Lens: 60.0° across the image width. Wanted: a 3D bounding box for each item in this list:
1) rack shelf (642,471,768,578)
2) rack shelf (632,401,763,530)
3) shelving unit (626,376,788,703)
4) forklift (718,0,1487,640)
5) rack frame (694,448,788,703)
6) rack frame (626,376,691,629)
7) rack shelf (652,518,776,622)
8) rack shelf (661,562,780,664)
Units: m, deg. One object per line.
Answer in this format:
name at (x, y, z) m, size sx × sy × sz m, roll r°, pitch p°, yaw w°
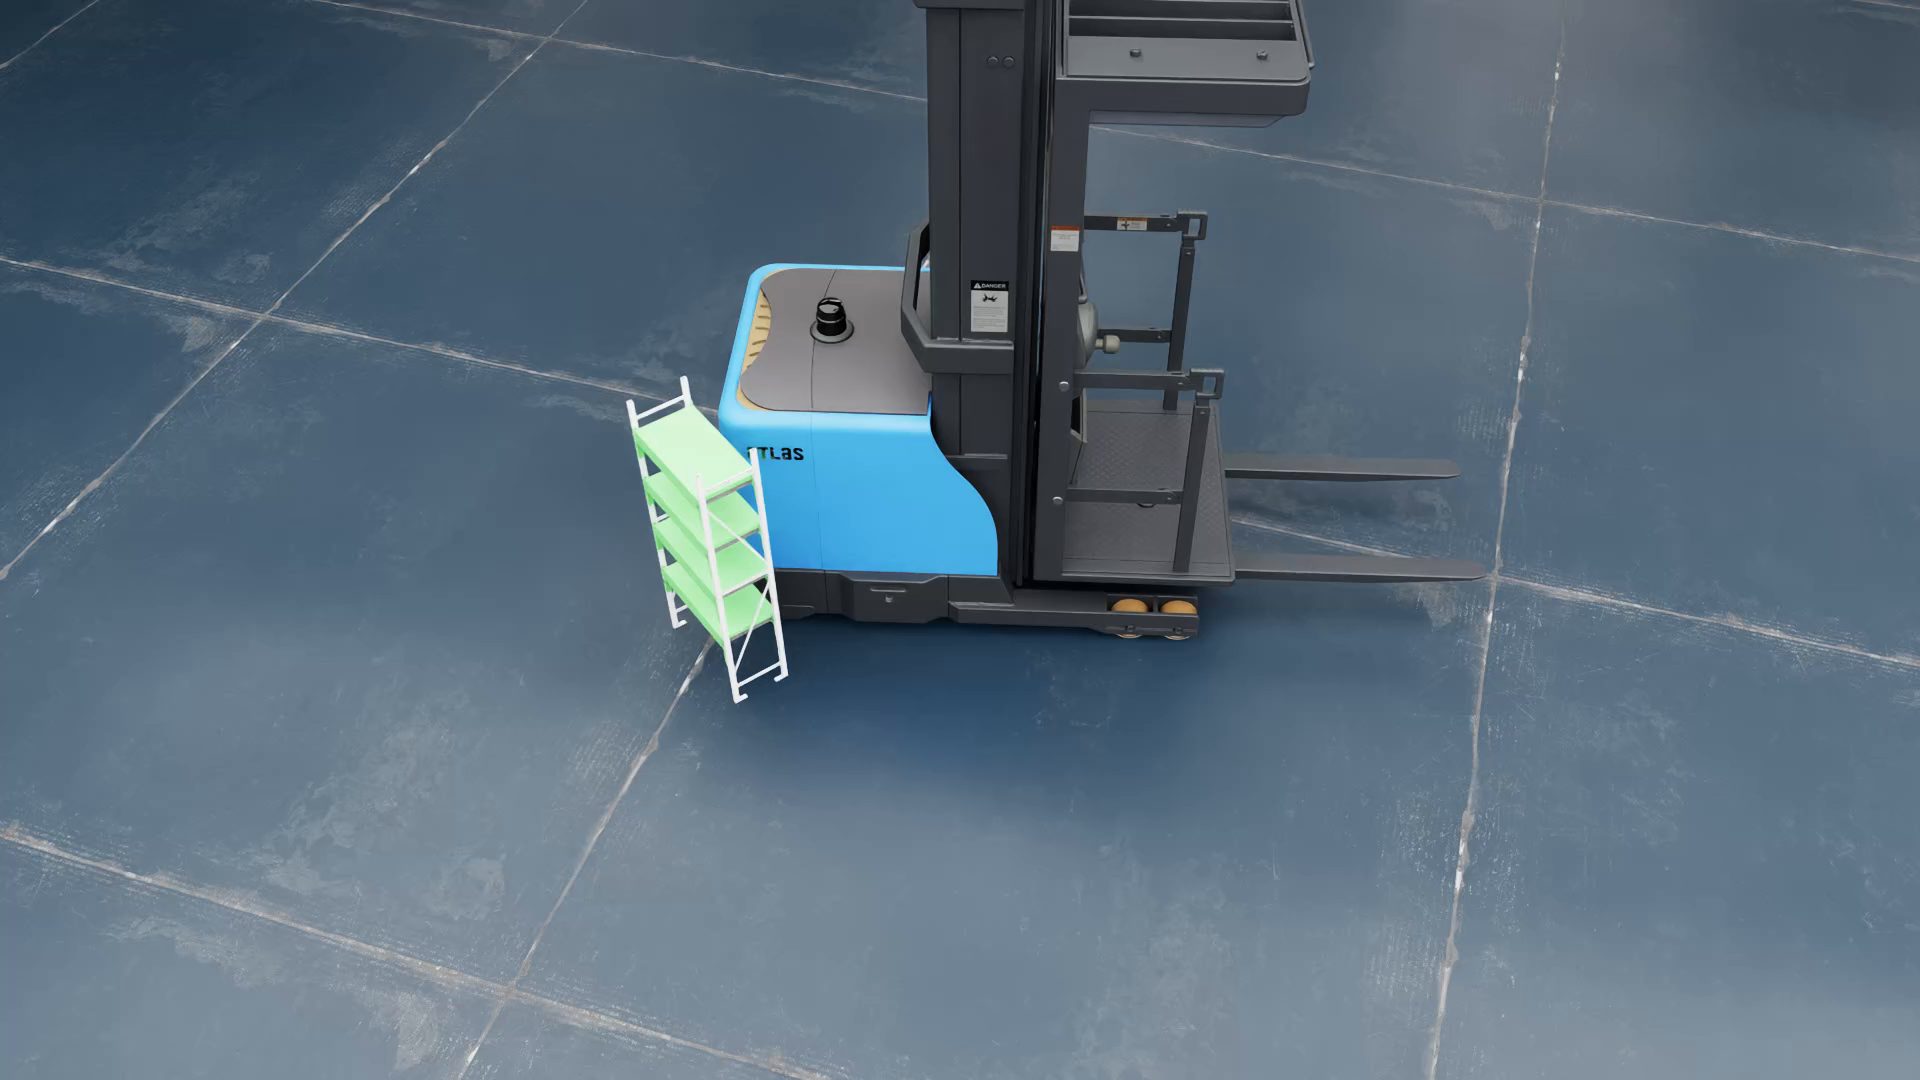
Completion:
rack shelf at (-0.940, -0.103, 6.140) m, size 0.258 × 0.148 × 0.480 m, roll -28°, pitch 51°, yaw -24°
rack shelf at (-0.944, -0.272, 5.971) m, size 0.258 × 0.148 × 0.480 m, roll -28°, pitch 51°, yaw -24°
shelving unit at (-0.937, 0.022, 6.265) m, size 0.258 × 1.200 × 0.503 m, roll -28°, pitch 51°, yaw -24°
forklift at (0.623, -1.027, 6.103) m, size 3.031 × 2.935 × 1.130 m, roll 2°, pitch 44°, yaw 2°
rack frame at (-0.793, 0.160, 6.124) m, size 0.240 × 1.200 × 0.015 m, roll -28°, pitch 51°, yaw -24°
rack frame at (-1.080, -0.116, 6.406) m, size 0.240 × 1.200 × 0.015 m, roll -28°, pitch 51°, yaw -24°
rack shelf at (-0.936, 0.067, 6.310) m, size 0.258 × 0.148 × 0.480 m, roll -28°, pitch 51°, yaw -24°
rack shelf at (-0.932, 0.236, 6.480) m, size 0.258 × 0.148 × 0.480 m, roll -28°, pitch 51°, yaw -24°
